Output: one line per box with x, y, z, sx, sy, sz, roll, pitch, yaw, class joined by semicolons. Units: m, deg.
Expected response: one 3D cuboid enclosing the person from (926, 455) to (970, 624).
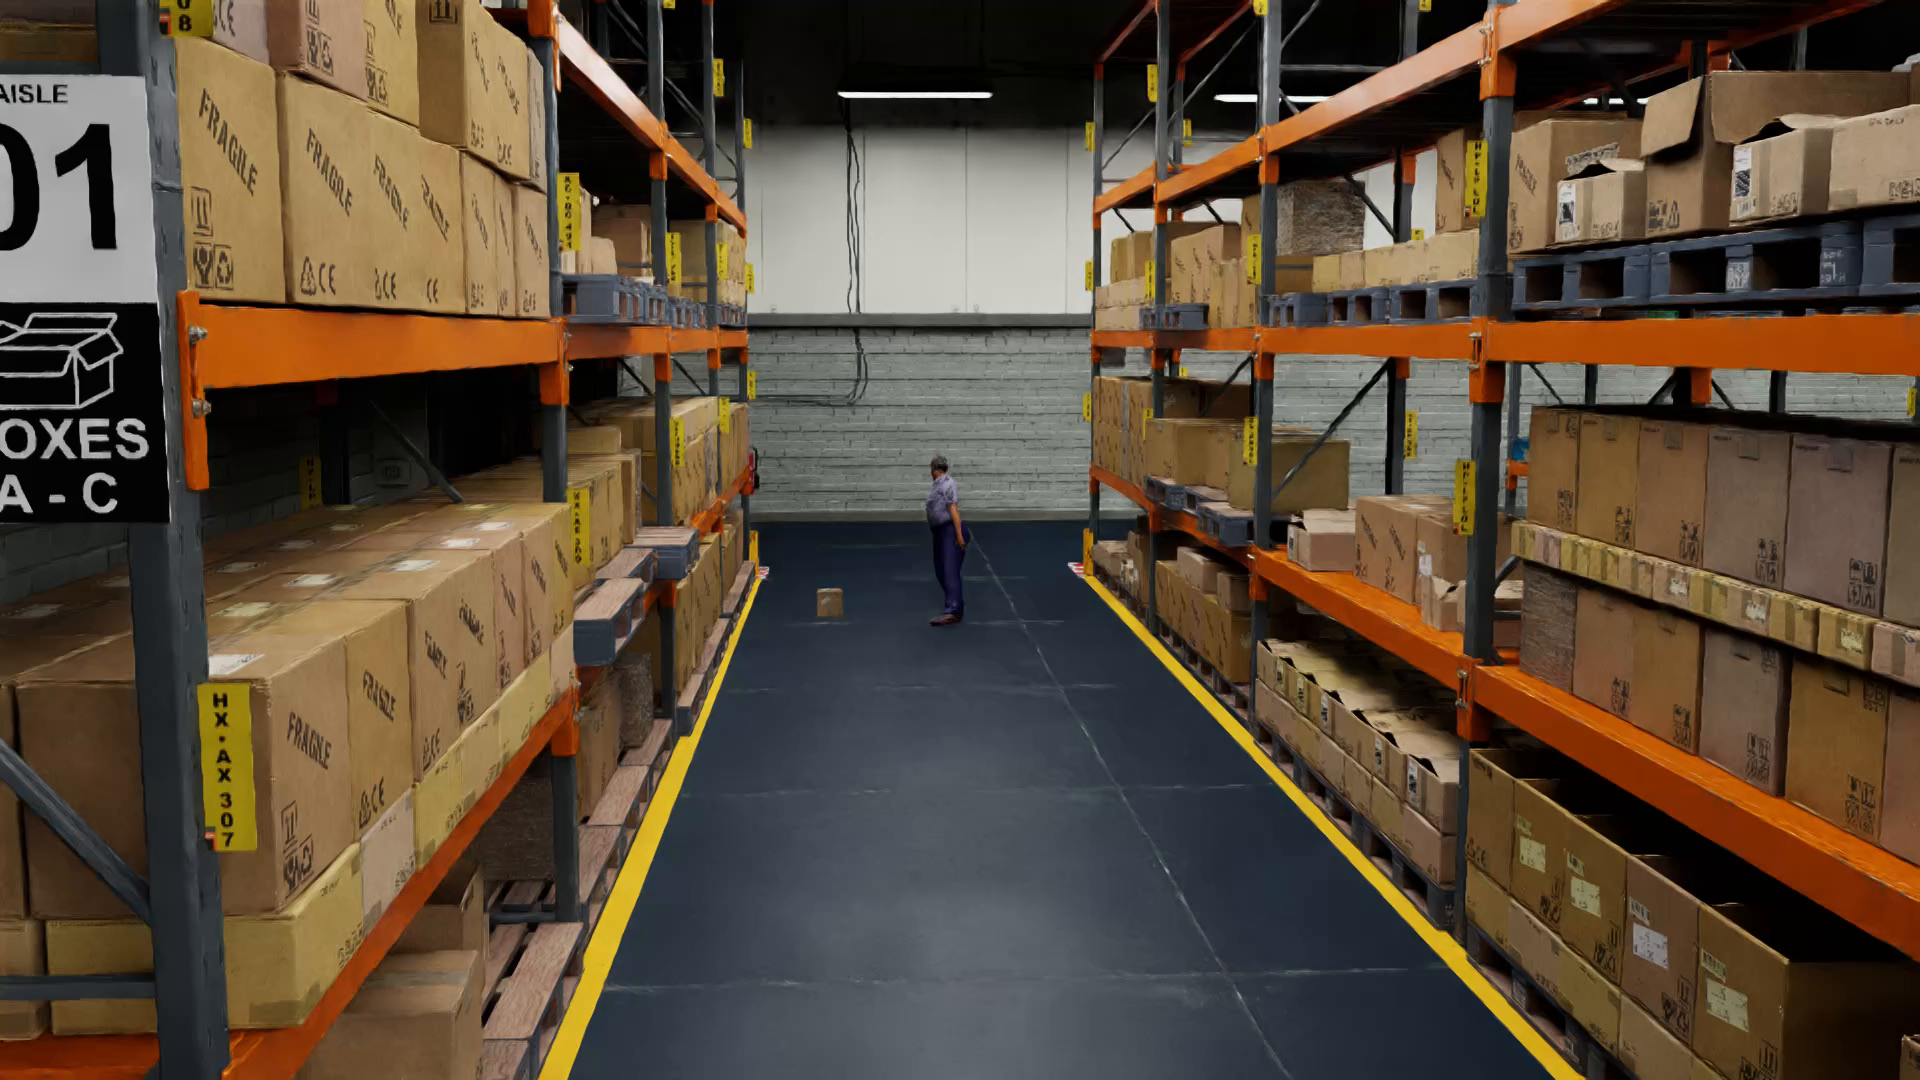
-0.124;-0.002;16.094;0.586;1.605;0.655;-3;8;-25;person
